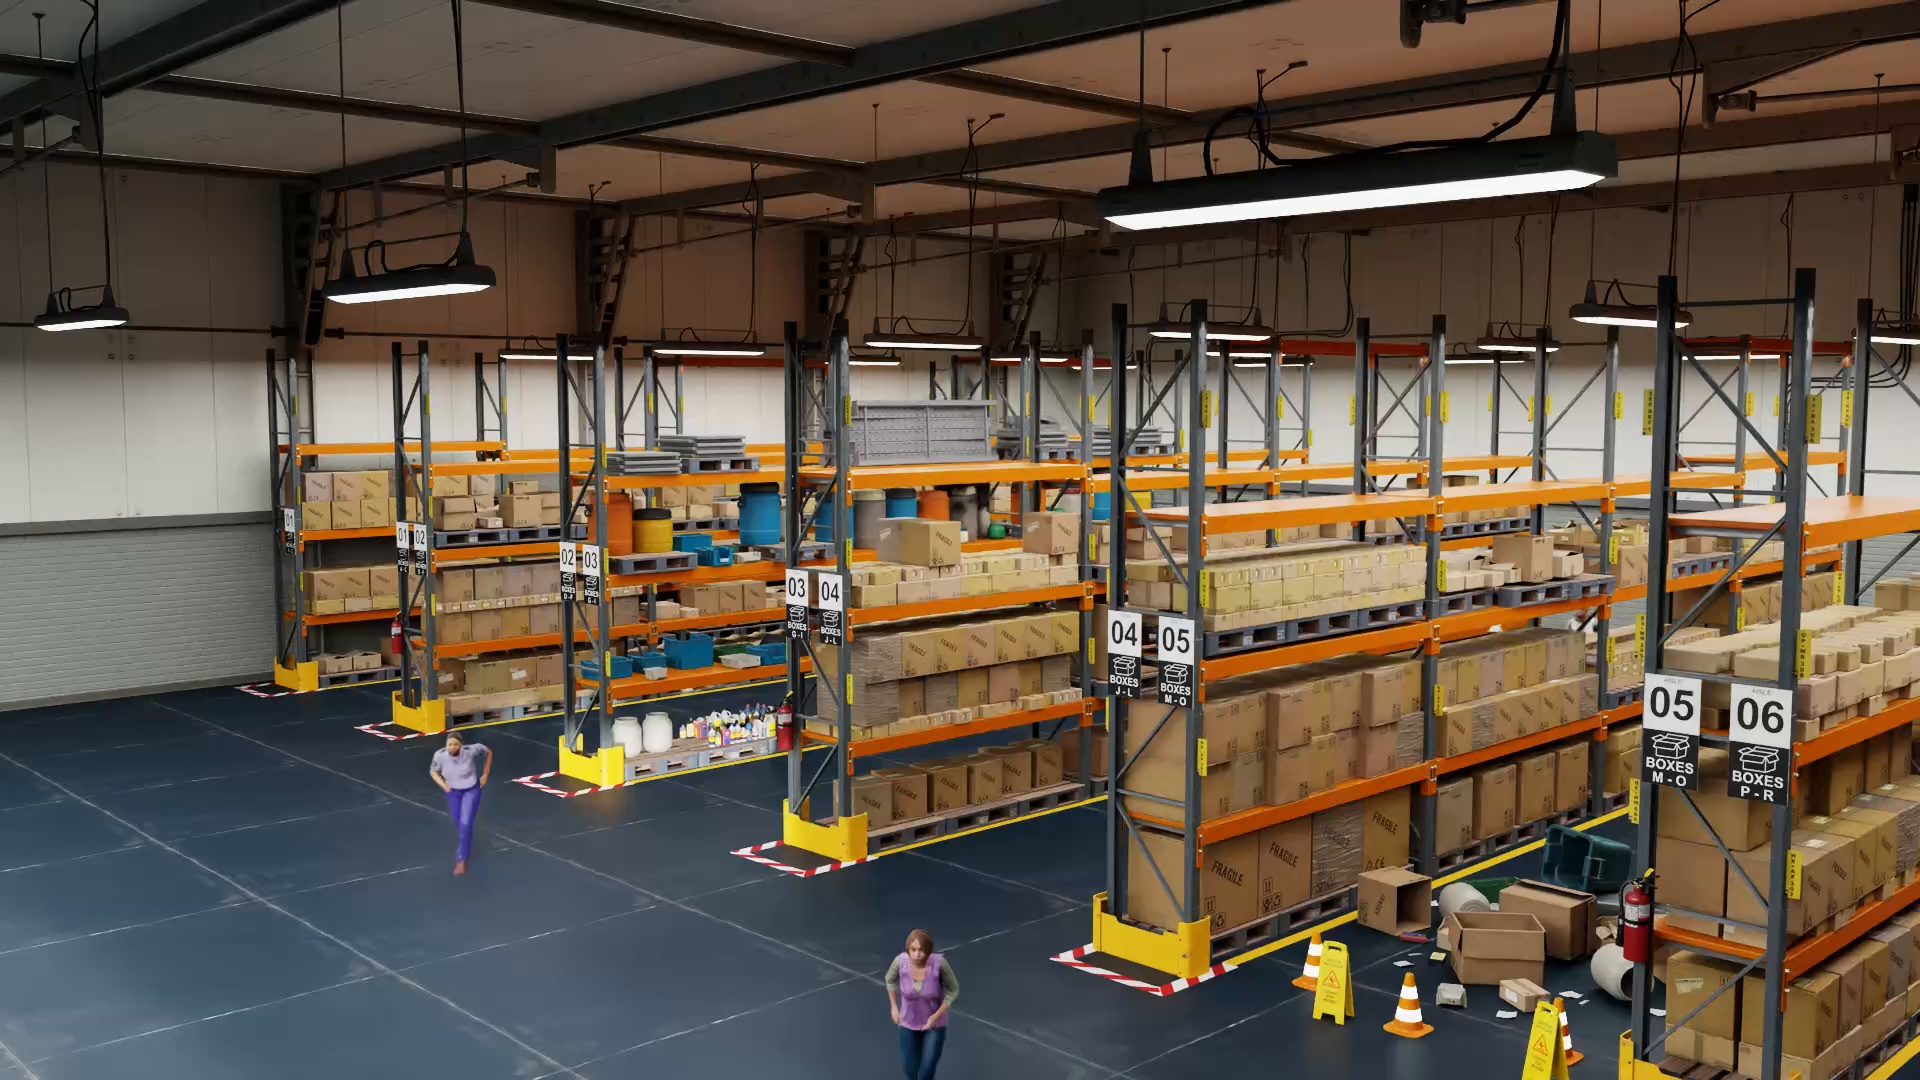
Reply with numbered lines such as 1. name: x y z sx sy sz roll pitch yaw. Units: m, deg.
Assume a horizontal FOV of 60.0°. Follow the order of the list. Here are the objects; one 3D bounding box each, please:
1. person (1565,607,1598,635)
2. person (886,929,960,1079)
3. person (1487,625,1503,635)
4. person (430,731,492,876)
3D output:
1. person: 10.425 1.889 27.868 0.682 1.739 0.558 3 6 30
2. person: -0.261 3.414 11.707 0.532 1.537 0.717 0 5 3
3. person: 8.008 2.146 24.928 0.778 1.758 0.681 -5 7 -45
4. person: -5.470 2.844 18.334 0.649 1.588 0.960 -1 5 -7
